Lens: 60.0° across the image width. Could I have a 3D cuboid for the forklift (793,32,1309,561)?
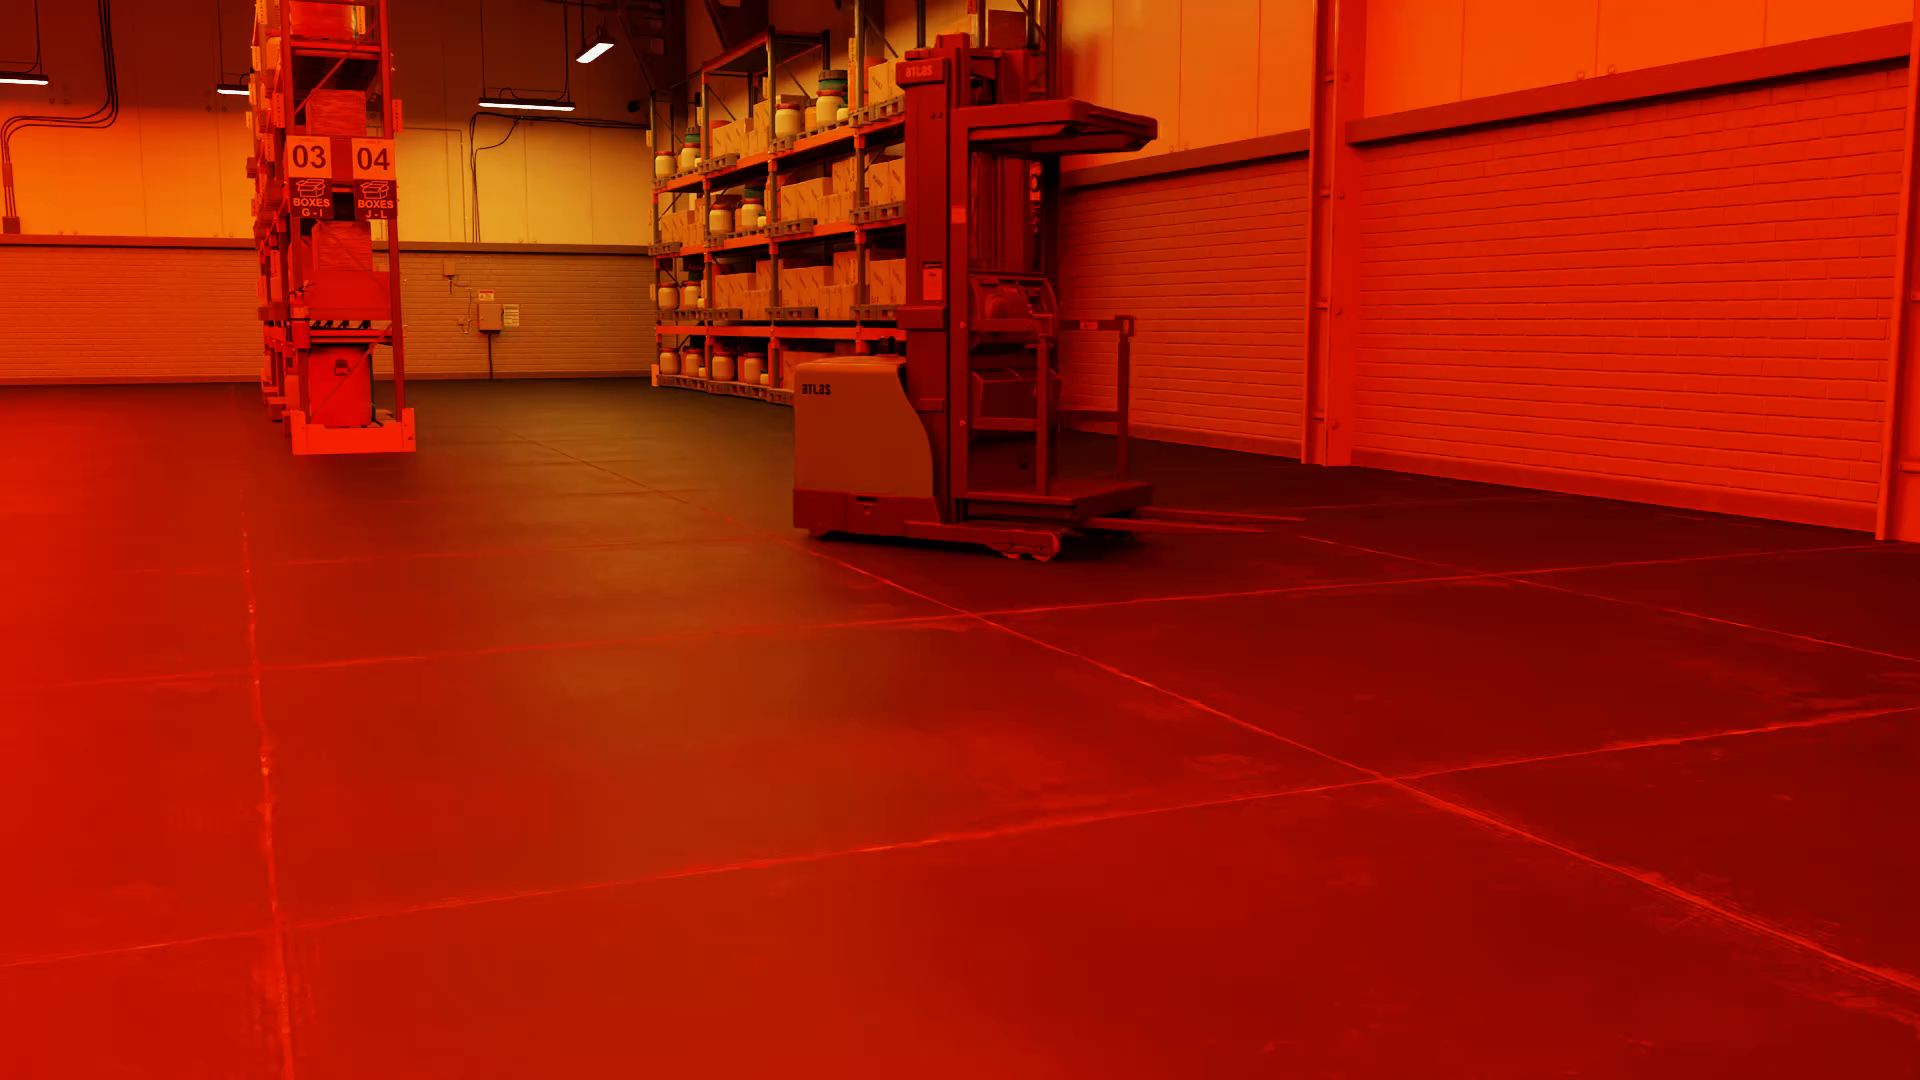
[{"bbox_3d":[0.496,-1.414,9.667,3.031,2.935,1.130,5,9,32],"label":"forklift"}]
